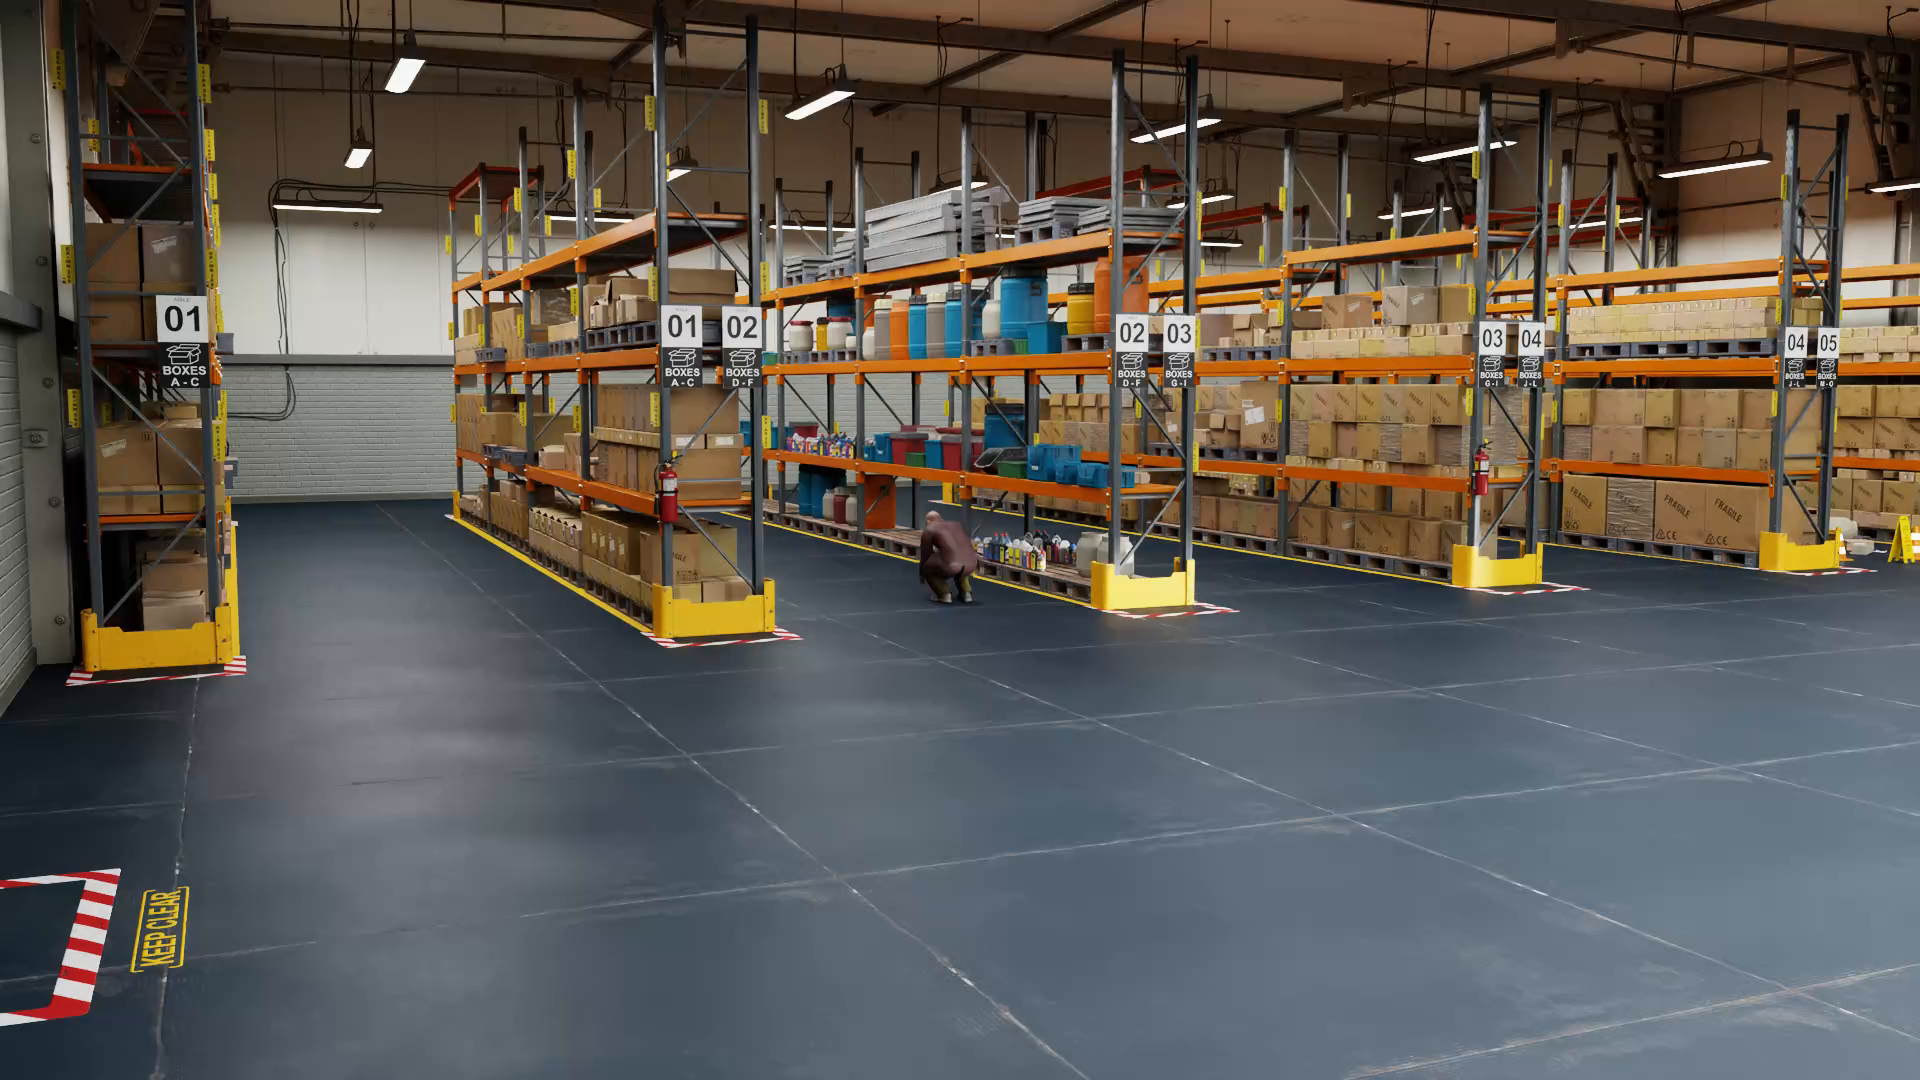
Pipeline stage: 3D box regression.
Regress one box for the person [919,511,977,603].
[{"bbox_3d":[-0.152,0.186,18.915,0.583,1.006,0.921,-2,6,-25],"label":"person"}]
